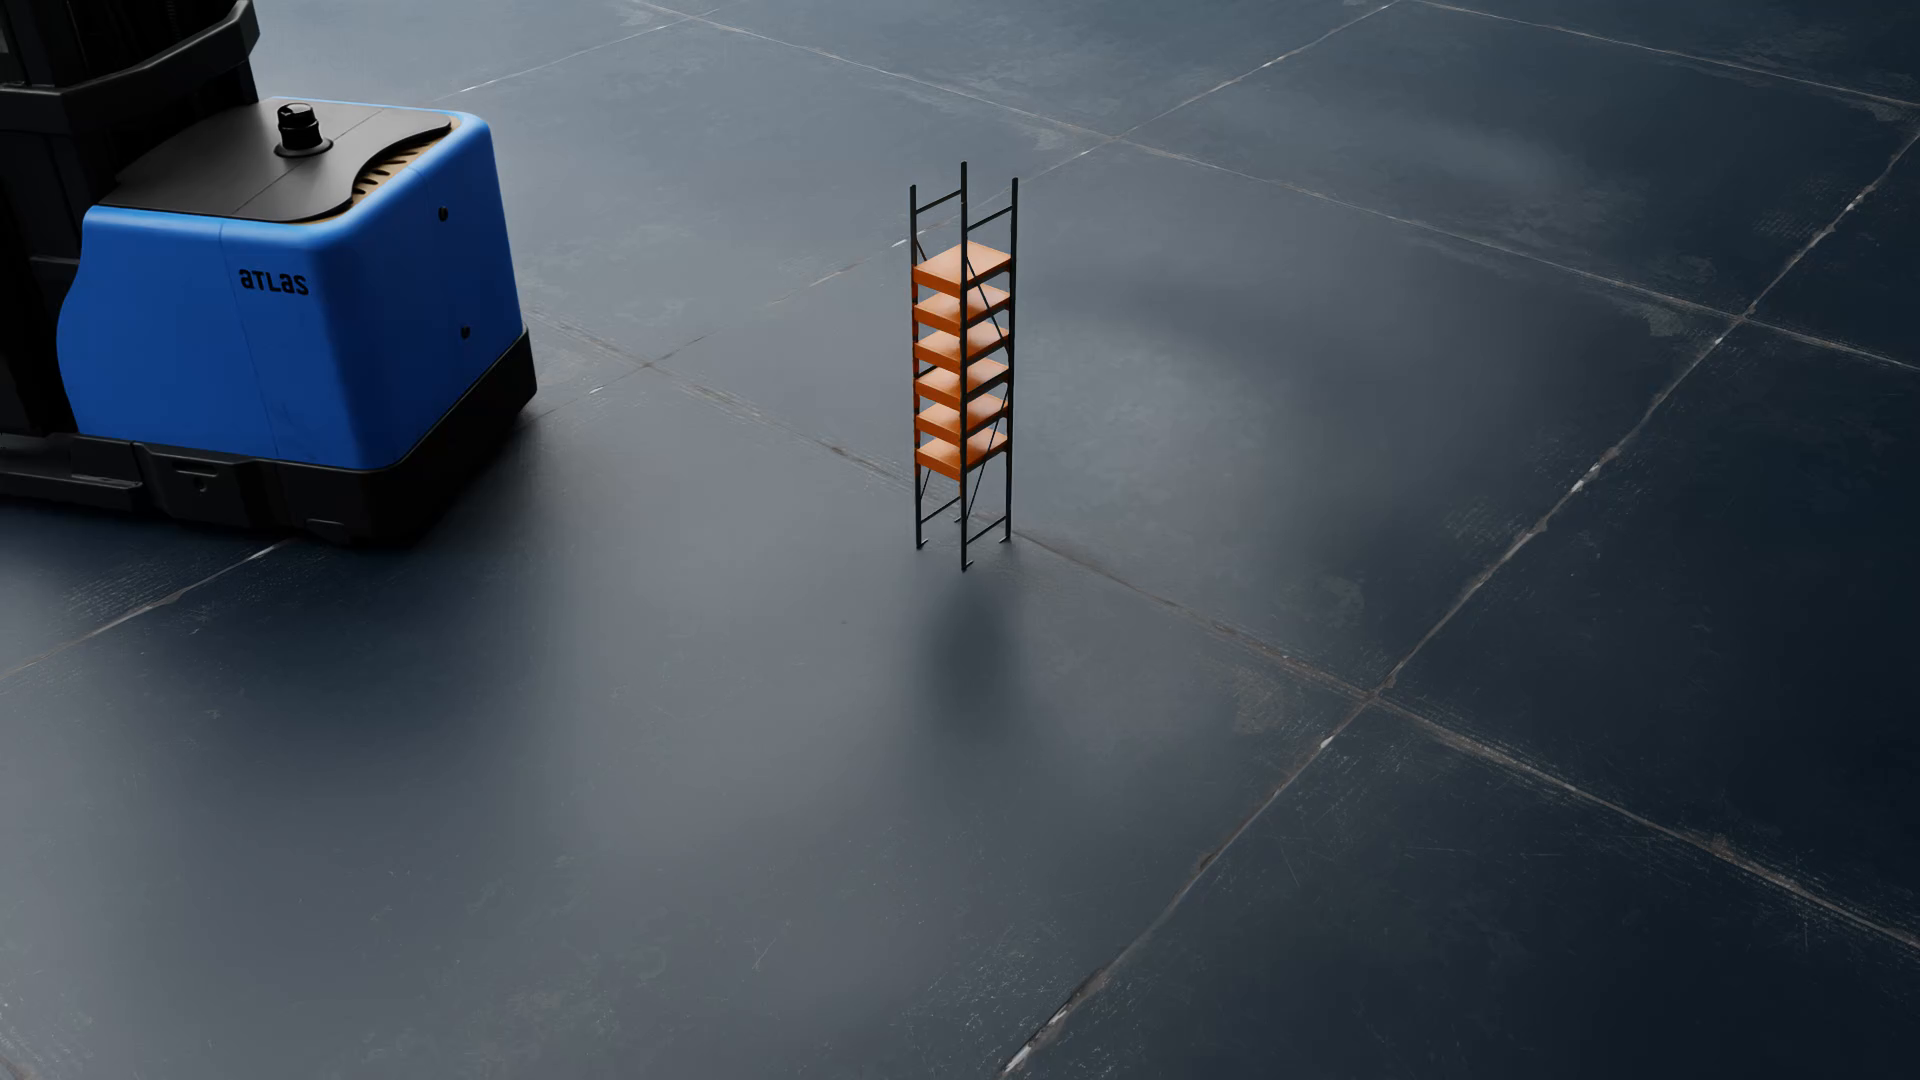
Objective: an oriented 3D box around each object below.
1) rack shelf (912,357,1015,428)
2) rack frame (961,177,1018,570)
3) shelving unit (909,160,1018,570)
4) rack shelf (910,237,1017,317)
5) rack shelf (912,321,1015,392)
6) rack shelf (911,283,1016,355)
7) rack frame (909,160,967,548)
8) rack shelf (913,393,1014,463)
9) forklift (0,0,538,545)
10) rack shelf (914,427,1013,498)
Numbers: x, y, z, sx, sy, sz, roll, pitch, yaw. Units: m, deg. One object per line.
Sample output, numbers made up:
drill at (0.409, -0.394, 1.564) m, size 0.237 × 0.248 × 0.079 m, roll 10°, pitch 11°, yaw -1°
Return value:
rack shelf at (0.011, -0.453, 4.928) m, size 0.180 × 0.103 × 0.258 m, roll 25°, pitch 42°, yaw 32°
rack frame at (0.081, -0.456, 4.854) m, size 0.006 × 1.200 × 0.240 m, roll 25°, pitch 42°, yaw 32°
shelving unit at (0.011, -0.489, 4.903) m, size 0.189 × 1.200 × 0.258 m, roll 25°, pitch 42°, yaw 32°
rack shelf at (0.011, -0.749, 4.724) m, size 0.180 × 0.103 × 0.258 m, roll 25°, pitch 42°, yaw 32°
rack shelf at (0.011, -0.552, 4.860) m, size 0.180 × 0.103 × 0.258 m, roll 25°, pitch 42°, yaw 32°
rack shelf at (0.011, -0.651, 4.792) m, size 0.180 × 0.103 × 0.258 m, roll 25°, pitch 42°, yaw 32°
rack frame at (-0.059, -0.523, 4.951) m, size 0.006 × 1.200 × 0.240 m, roll 25°, pitch 42°, yaw 32°
rack shelf at (0.011, -0.354, 4.996) m, size 0.180 × 0.103 × 0.258 m, roll 25°, pitch 42°, yaw 32°
forklift at (-3.070, -1.621, 5.021) m, size 3.031 × 2.935 × 1.130 m, roll 7°, pitch 35°, yaw 11°
rack shelf at (0.011, -0.255, 5.064) m, size 0.180 × 0.103 × 0.258 m, roll 25°, pitch 42°, yaw 32°
